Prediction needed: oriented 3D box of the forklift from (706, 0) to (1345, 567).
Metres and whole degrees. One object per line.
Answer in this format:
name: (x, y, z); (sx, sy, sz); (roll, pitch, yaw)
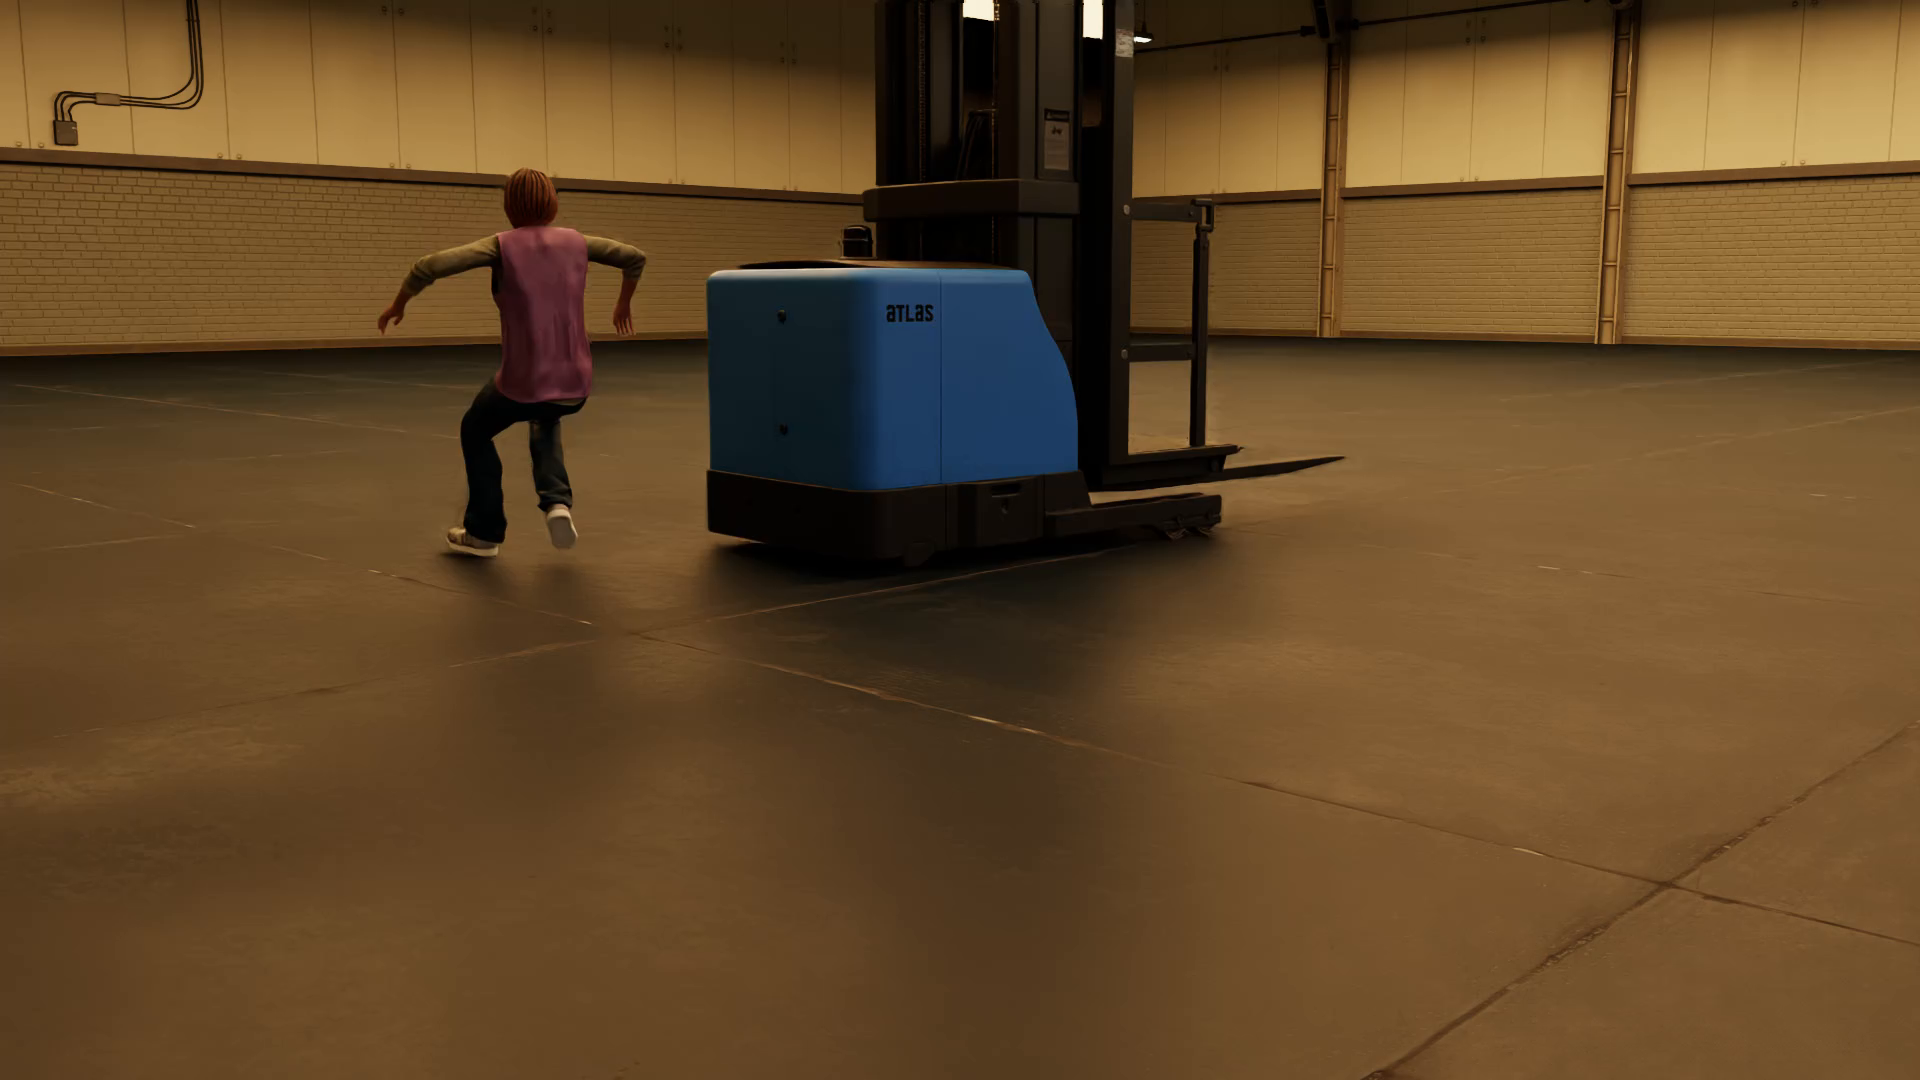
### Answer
forklift: (0.455, -1.510, 6.902); (3.031, 2.935, 1.130); (-7, 11, -41)

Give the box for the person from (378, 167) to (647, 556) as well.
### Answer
person: (-1.644, -0.637, 6.128); (0.957, 1.422, 0.691); (-6, 10, -35)
